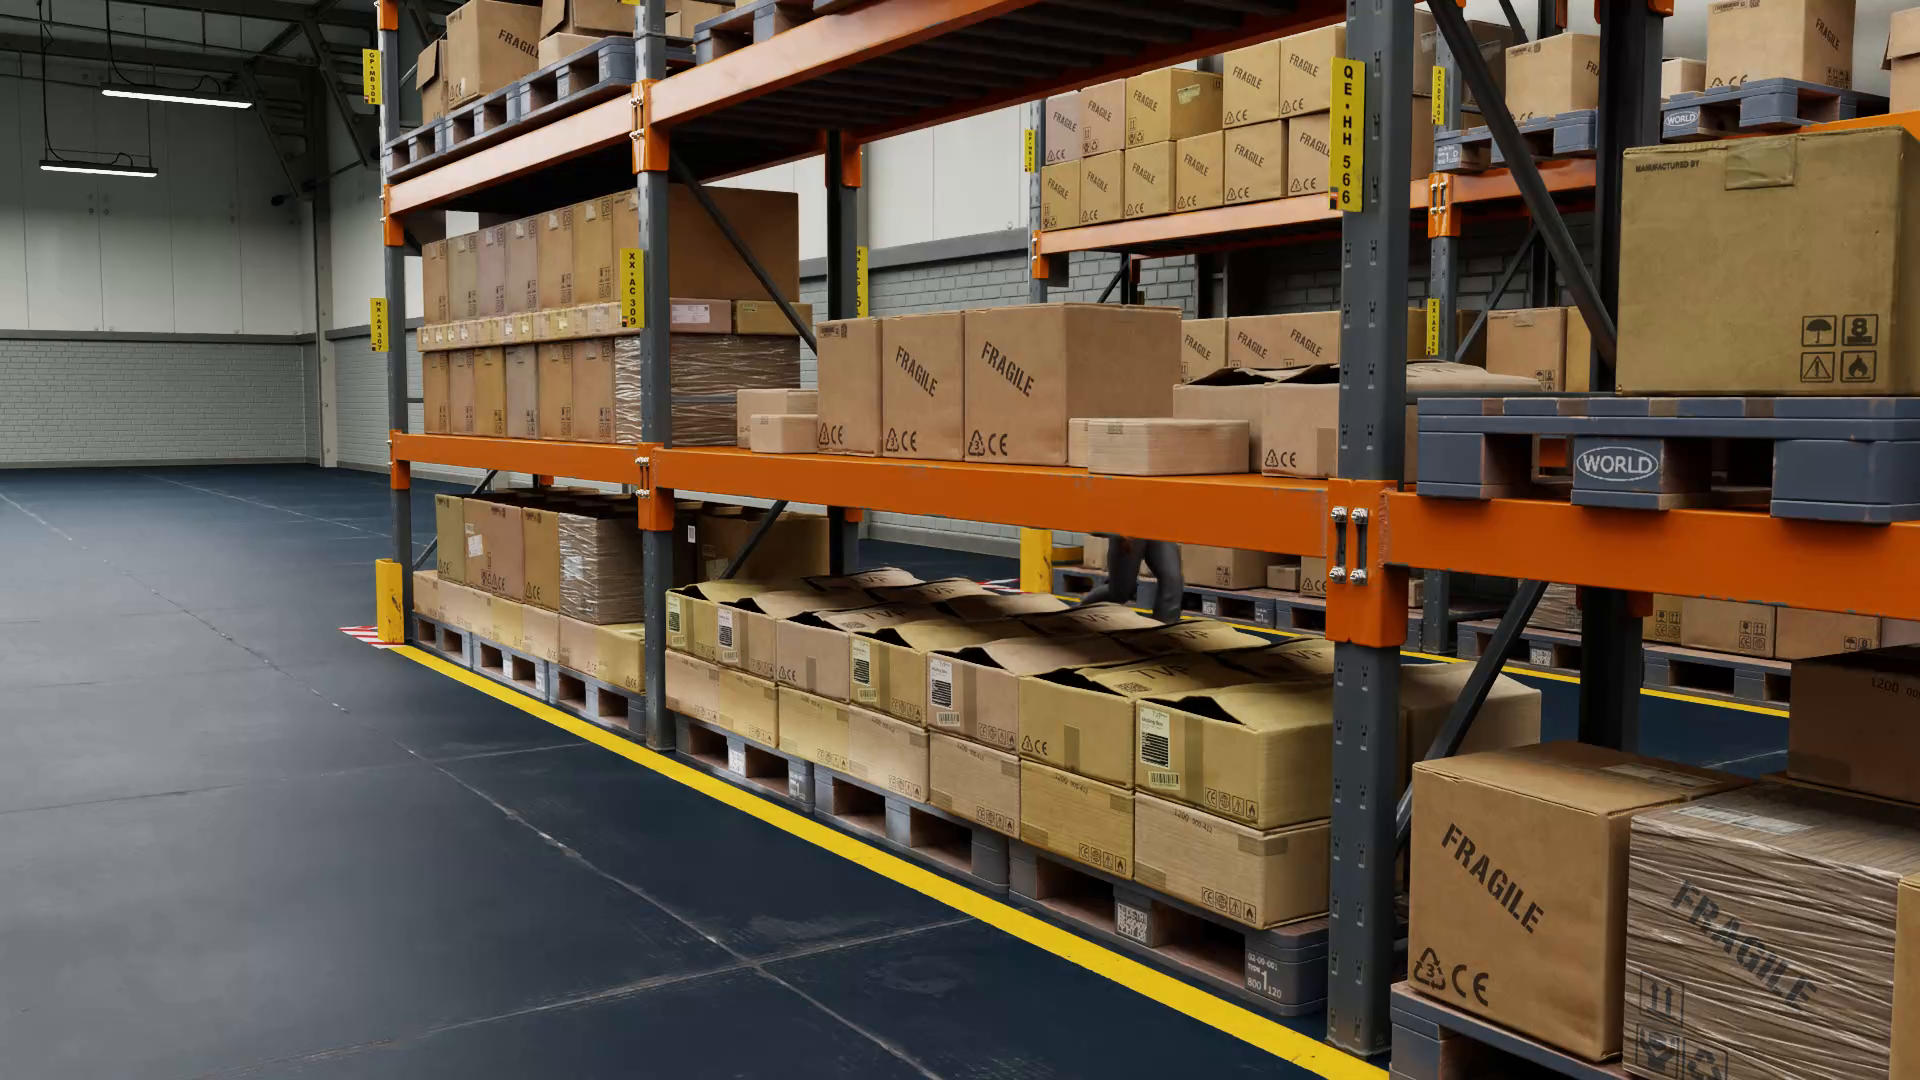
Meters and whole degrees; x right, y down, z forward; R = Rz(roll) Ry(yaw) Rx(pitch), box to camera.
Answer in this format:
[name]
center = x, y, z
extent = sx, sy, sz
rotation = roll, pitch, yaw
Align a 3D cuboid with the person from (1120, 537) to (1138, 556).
[person]
center = 0.946, -0.100, 9.230
extent = 0.882, 1.617, 0.459
rotation = 4, 7, 43
